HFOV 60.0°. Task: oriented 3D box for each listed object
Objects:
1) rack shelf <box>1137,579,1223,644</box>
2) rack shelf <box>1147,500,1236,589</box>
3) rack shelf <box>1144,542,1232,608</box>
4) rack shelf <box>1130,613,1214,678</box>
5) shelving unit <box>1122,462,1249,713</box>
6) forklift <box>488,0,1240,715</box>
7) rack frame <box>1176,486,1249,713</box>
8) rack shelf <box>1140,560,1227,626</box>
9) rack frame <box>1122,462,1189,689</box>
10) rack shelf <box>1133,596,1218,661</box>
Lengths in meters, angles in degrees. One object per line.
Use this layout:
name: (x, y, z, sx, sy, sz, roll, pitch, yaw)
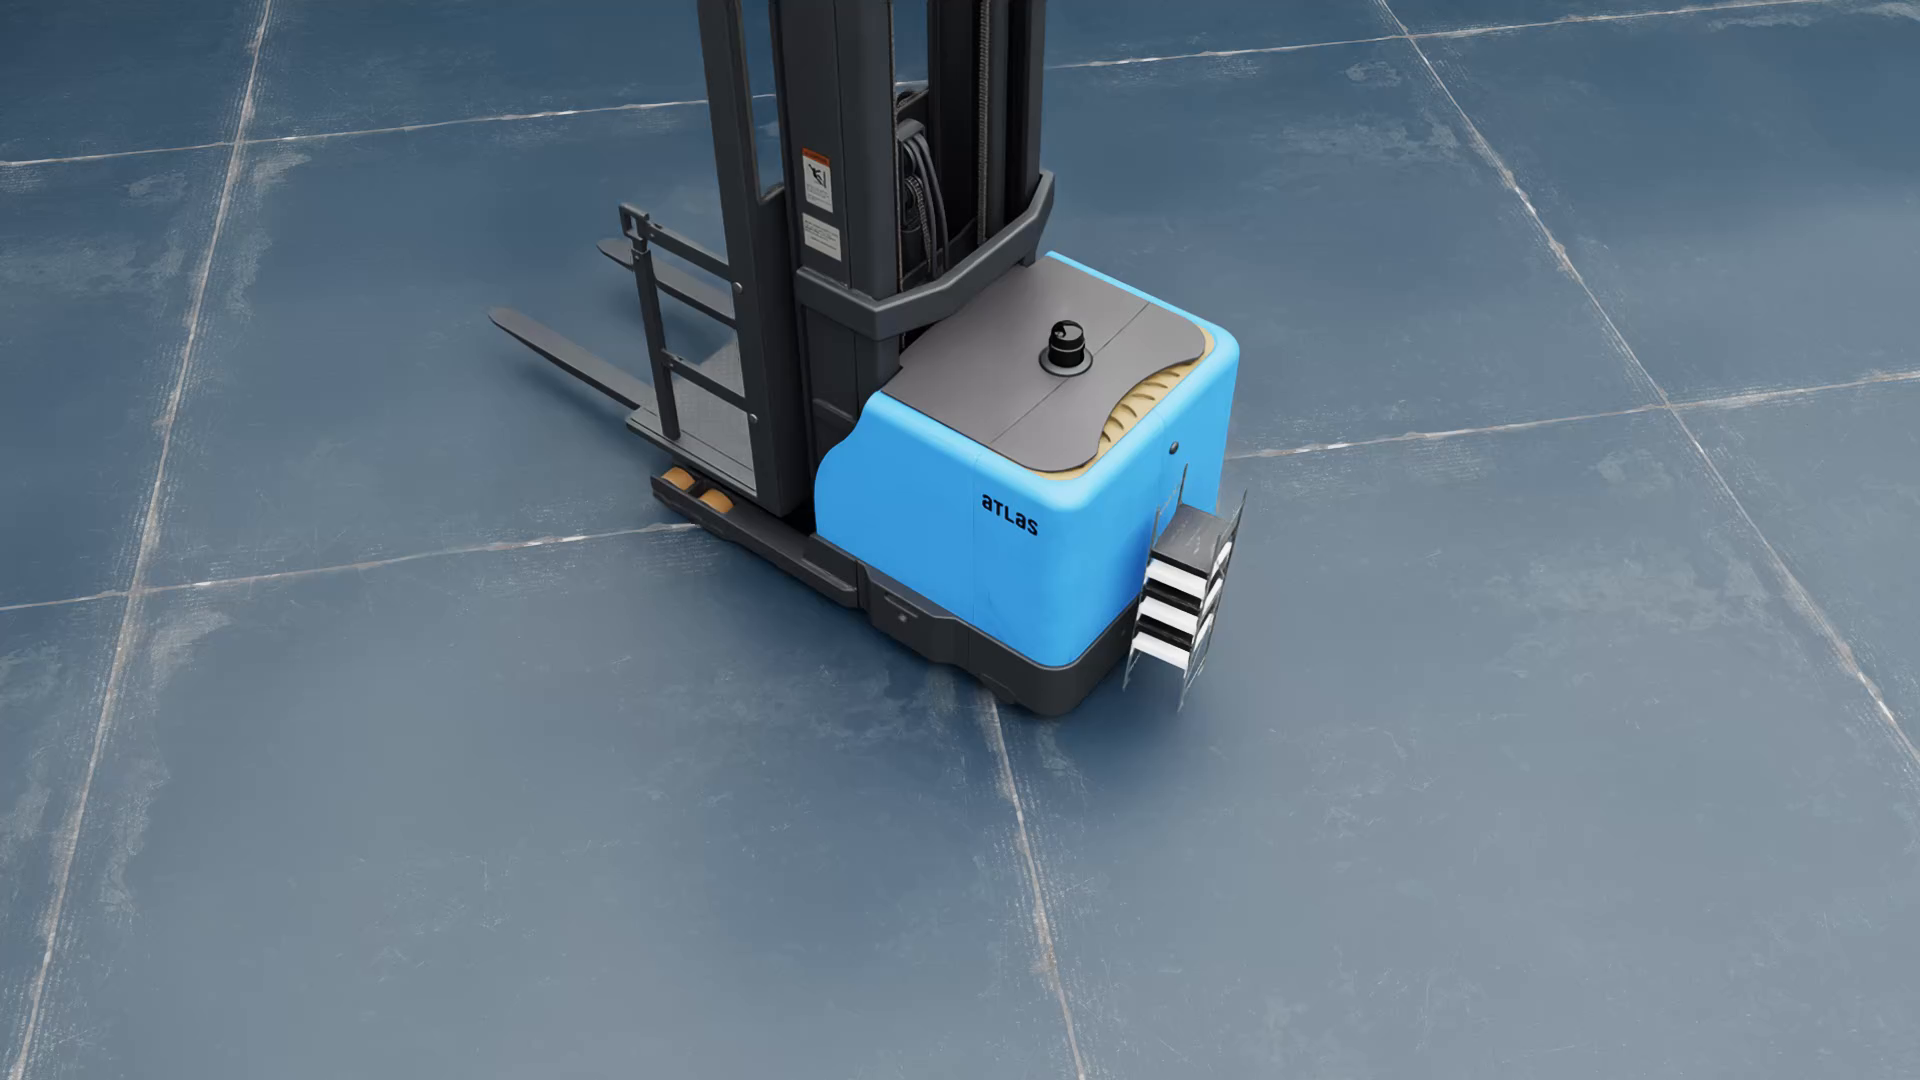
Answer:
rack shelf: (0.728, 0.196, 5.476, 0.200, 0.077, 0.258, 23, 50, 17)
rack shelf: (0.740, 0.013, 5.277, 0.200, 0.077, 0.258, 23, 50, 17)
rack shelf: (0.736, 0.074, 5.343, 0.200, 0.077, 0.258, 23, 50, 17)
rack shelf: (0.720, 0.317, 5.608, 0.200, 0.077, 0.258, 23, 50, 17)
shelving unit: (0.729, 0.173, 5.451, 0.210, 0.900, 0.258, 23, 50, 17)
forklift: (-0.546, -1.314, 5.481, 3.031, 2.935, 1.130, 29, 53, 25)
rack frame: (0.819, 0.211, 5.422, 0.006, 0.900, 0.240, 23, 50, 17)
rack shelf: (0.732, 0.135, 5.410, 0.200, 0.077, 0.258, 23, 50, 17)
rack frame: (0.640, 0.135, 5.481, 0.006, 0.900, 0.240, 23, 50, 17)
rack shelf: (0.724, 0.256, 5.542, 0.200, 0.077, 0.258, 23, 50, 17)
